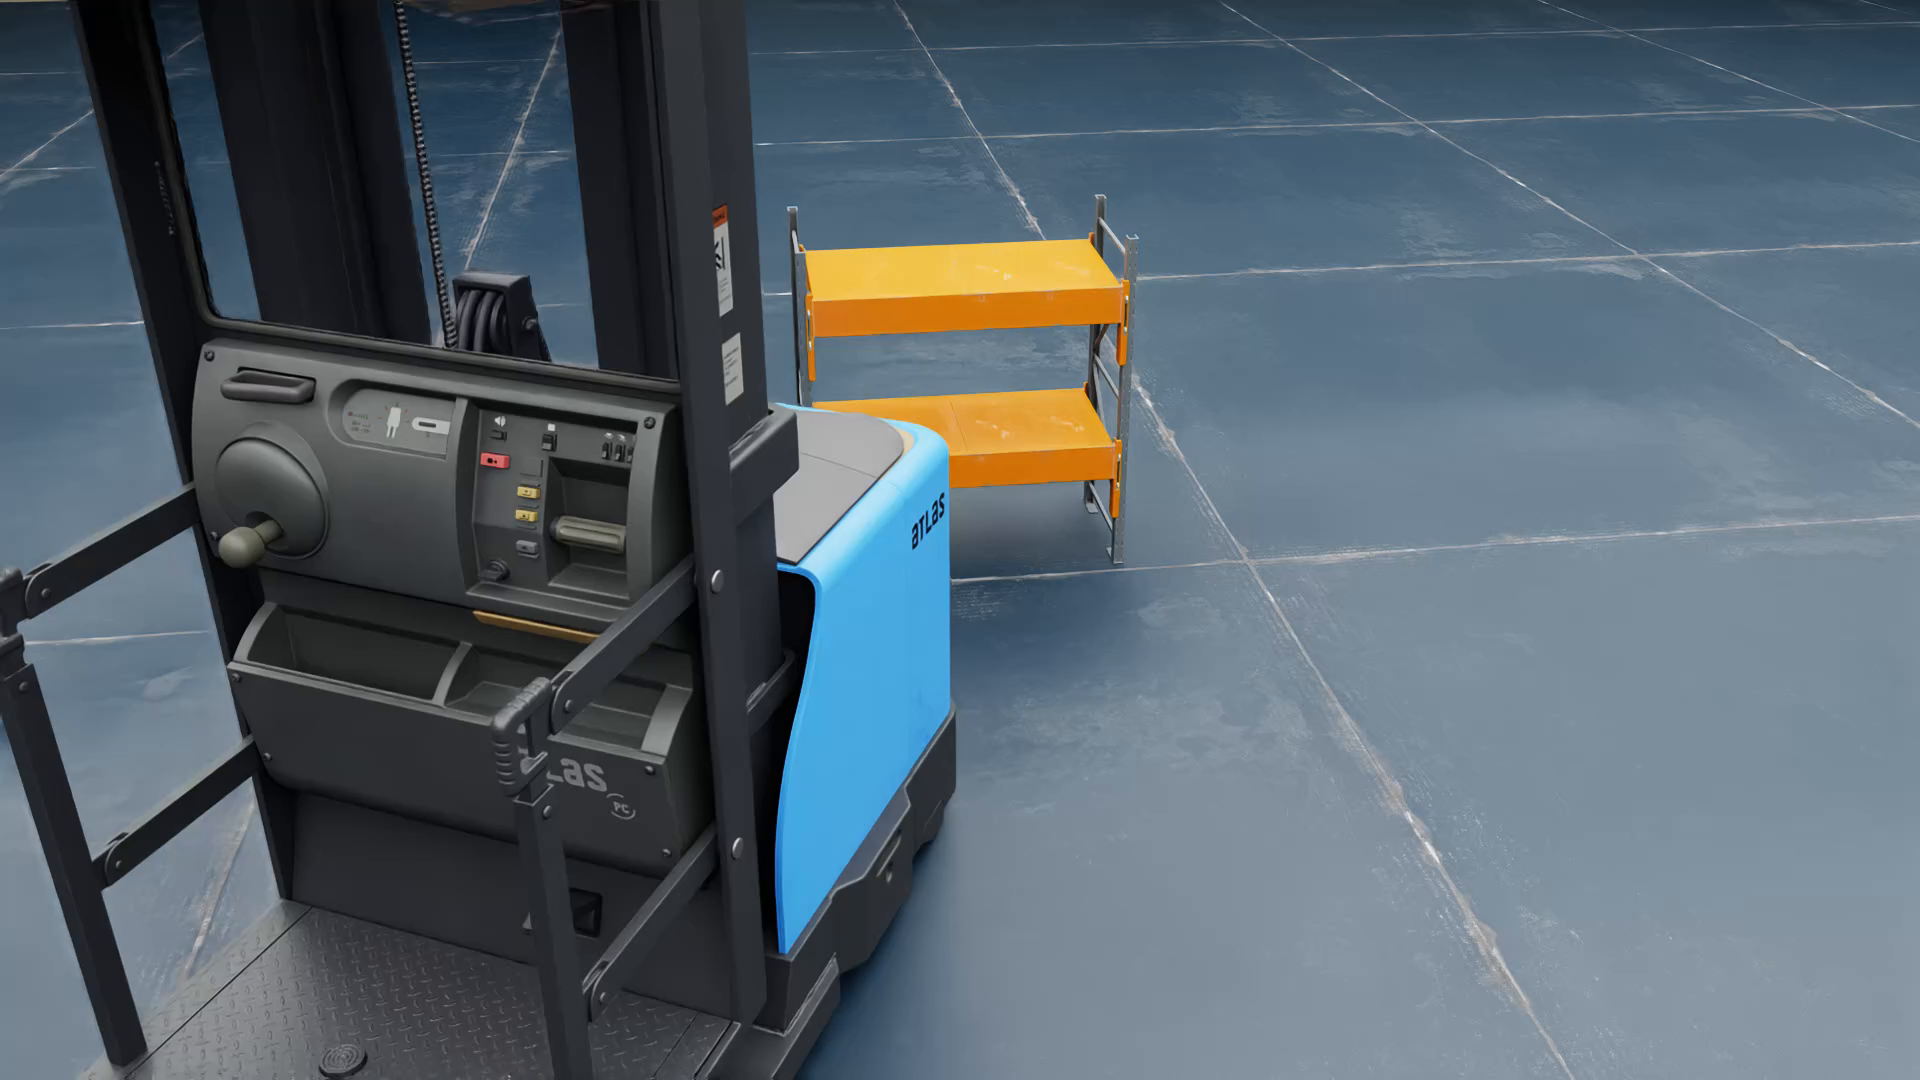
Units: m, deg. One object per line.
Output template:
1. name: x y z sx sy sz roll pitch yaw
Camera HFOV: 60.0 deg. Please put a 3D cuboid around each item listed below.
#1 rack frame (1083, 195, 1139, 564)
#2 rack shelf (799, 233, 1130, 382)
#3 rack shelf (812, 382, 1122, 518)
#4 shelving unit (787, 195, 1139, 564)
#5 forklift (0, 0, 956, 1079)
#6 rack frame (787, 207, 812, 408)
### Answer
1. rack frame: 0.497 -0.532 5.555 0.032 1.125 0.500 -4 27 -7
2. rack shelf: -0.007 -0.760 5.359 1.000 0.278 0.538 -4 27 -7
3. rack shelf: -0.007 -0.282 5.604 1.000 0.278 0.538 -4 27 -7
4. shelving unit: -0.007 -0.500 5.492 1.048 1.125 0.538 -4 27 -7
5. forklift: -0.992 -0.061 2.659 1.130 2.935 3.031 9 29 18
6. rack frame: -0.510 -0.468 5.429 0.032 1.125 0.500 -4 27 -7
